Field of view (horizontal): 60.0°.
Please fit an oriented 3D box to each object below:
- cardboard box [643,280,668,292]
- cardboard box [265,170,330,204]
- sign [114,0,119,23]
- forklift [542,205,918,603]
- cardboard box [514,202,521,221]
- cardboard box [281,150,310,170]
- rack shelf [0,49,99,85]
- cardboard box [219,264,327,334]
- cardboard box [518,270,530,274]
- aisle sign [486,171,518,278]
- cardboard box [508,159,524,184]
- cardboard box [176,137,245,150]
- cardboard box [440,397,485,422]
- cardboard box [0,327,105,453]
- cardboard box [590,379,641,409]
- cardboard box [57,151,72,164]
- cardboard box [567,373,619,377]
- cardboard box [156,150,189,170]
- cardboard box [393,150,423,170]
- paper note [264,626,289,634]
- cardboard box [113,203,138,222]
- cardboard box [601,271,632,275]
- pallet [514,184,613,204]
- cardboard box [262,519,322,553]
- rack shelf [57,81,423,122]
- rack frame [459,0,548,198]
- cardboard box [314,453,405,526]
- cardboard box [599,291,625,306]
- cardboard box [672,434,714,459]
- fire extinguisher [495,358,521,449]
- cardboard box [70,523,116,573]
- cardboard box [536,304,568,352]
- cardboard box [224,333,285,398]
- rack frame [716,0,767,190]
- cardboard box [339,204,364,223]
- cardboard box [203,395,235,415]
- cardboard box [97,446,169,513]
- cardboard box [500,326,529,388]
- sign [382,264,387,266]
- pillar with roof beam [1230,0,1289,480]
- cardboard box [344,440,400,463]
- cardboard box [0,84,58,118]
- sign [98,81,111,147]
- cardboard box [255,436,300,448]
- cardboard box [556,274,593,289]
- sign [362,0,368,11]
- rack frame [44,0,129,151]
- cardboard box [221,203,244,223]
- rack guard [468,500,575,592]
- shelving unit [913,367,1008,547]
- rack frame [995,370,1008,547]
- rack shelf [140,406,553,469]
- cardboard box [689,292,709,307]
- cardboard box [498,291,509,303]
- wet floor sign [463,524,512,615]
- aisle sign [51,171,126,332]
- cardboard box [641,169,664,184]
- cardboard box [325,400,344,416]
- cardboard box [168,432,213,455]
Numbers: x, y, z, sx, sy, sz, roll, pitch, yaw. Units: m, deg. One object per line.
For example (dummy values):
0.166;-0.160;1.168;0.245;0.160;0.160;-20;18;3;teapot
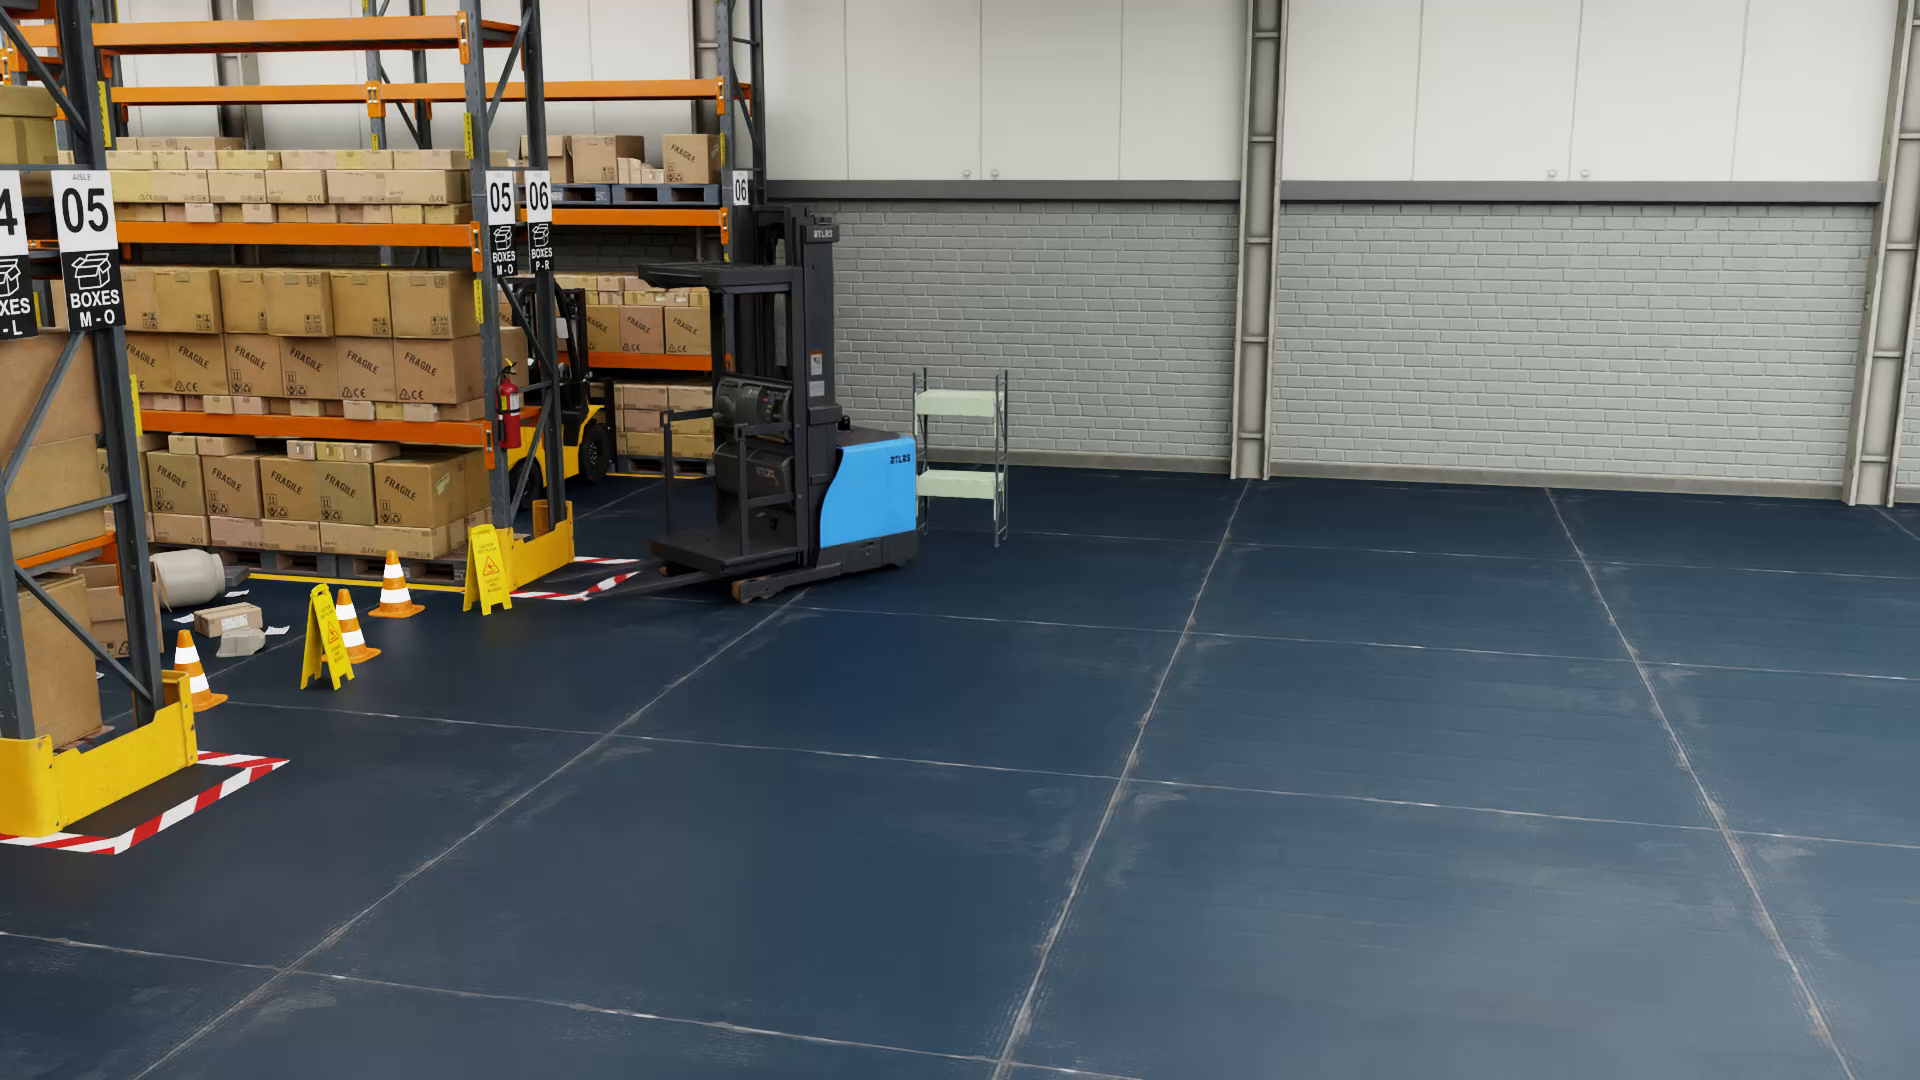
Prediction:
-3.170;-2.724;17.670;0.250;0.149;0.380;3;13;15;cardboard box
-5.004;-2.739;12.889;0.500;0.250;0.500;3;13;15;cardboard box
-9.902;-6.219;19.466;0.005;0.325;0.100;3;13;14;sign
-1.771;-1.081;12.839;3.031;2.935;1.130;-11;17;-42;forklift
-3.694;-2.608;13.218;0.250;0.149;0.380;3;13;14;cardboard box
-5.060;-2.955;12.942;0.250;0.149;0.380;3;13;12;cardboard box
-9.275;-3.874;14.005;4.000;0.370;1.077;3;13;14;rack shelf
-5.459;-1.931;13.287;0.500;0.500;0.700;3;13;13;cardboard box
-4.767;-2.940;18.644;0.250;0.149;0.380;3;13;13;cardboard box
-3.459;-2.386;12.559;0.004;0.787;0.394;3;13;14;aisle sign
-4.780;-3.944;17.770;0.258;0.266;0.396;3;13;12;cardboard box
-8.398;-4.265;18.676;0.500;0.500;0.500;3;13;15;cardboard box
-3.864;-1.032;13.042;0.250;0.149;0.380;4;13;15;cardboard box
-4.889;-0.762;8.405;0.550;0.550;0.875;3;13;14;cardboard box
-3.776;-1.583;18.014;0.500;0.250;0.500;3;13;14;cardboard box
-7.106;-3.034;13.298;0.250;0.149;0.380;3;13;13;cardboard box
-4.150;-1.722;18.638;0.500;0.250;0.500;3;13;12;cardboard box
-6.091;-2.990;13.098;0.250;0.149;0.380;3;13;12;cardboard box
-4.090;-2.889;12.642;0.250;0.149;0.380;3;13;15;cardboard box
-4.845;0.638;11.786;0.142;0.019;0.148;-1;13;-6;paper note
-6.582;-2.647;13.395;0.250;0.149;0.380;3;13;14;cardboard box
-3.775;-2.888;18.410;0.250;0.149;0.380;3;13;12;cardboard box
-4.133;-3.751;17.994;1.213;0.211;1.003;3;13;14;pallet
-5.310;-0.083;13.562;0.500;0.250;0.500;3;13;12;cardboard box
-8.090;-4.918;18.710;4.000;0.370;1.077;3;13;14;rack shelf
-3.450;-4.109;12.480;0.127;3.000;1.000;3;13;14;rack frame
-4.798;-0.423;13.360;0.500;0.500;0.500;4;13;16;cardboard box
-3.669;-2.602;17.807;0.250;0.149;0.380;3;13;12;cardboard box
-2.796;-1.045;17.898;0.500;0.250;0.500;3;13;14;cardboard box
-3.449;-1.040;12.675;0.183;0.674;0.296;3;13;14;fire extinguisher
-6.619;0.173;12.796;0.500;0.500;0.500;-9;15;-35;cardboard box
-4.295;-2.323;18.048;0.500;0.500;0.500;3;13;14;cardboard box
-5.500;-1.429;13.331;0.500;0.500;0.500;3;13;14;cardboard box
-2.264;-5.153;17.186;0.127;3.000;1.000;3;13;14;rack frame
-4.593;-2.536;12.895;0.250;0.149;0.380;3;13;14;cardboard box
-5.865;-1.113;13.407;0.250;0.149;0.380;3;13;14;cardboard box
-6.825;-0.530;13.843;0.500;0.500;0.500;4;13;16;cardboard box
-3.843;-1.458;13.461;0.500;0.500;0.500;3;13;13;cardboard box
-6.268;-2.844;18.138;0.005;0.325;0.100;3;13;14;sign
2.069;-4.162;12.719;0.400;9.000;9.100;3;13;14;pillar with roof beam
-4.663;-0.718;13.193;0.250;0.149;0.380;3;13;15;cardboard box
-4.786;-2.204;8.354;0.250;0.149;0.380;3;13;14;cardboard box
-4.399;-2.181;8.511;0.005;0.325;0.100;3;13;14;sign
-5.705;-0.590;14.117;0.500;0.500;0.500;4;13;17;cardboard box
-4.153;-2.788;17.960;0.250;0.149;0.380;3;13;14;cardboard box
-6.266;-5.741;17.495;0.005;0.325;0.100;3;13;14;sign
-10.031;-5.569;19.057;0.127;3.000;1.000;3;13;14;rack frame
-5.590;-2.582;13.100;0.250;0.149;0.380;3;13;14;cardboard box
-3.524;0.036;13.418;0.348;0.500;1.175;3;13;14;rack guard
0.006;-0.732;14.570;0.755;1.500;0.431;3;13;14;shelving unit
0.362;-0.713;14.484;0.023;1.500;0.400;3;13;14;rack frame
-5.392;-0.933;13.676;4.000;0.370;1.077;3;13;14;rack shelf
-2.668;-2.549;17.570;0.250;0.149;0.380;3;13;14;cardboard box
-4.914;-2.663;18.082;0.250;0.149;0.380;3;13;13;cardboard box
-3.522;0.204;12.326;0.232;0.644;0.267;8;15;33;wet floor sign
-4.397;-1.463;8.401;0.004;0.787;0.394;3;13;14;aisle sign
-3.142;-3.799;17.388;0.250;0.149;0.380;3;13;12;cardboard box
-4.853;-1.090;13.301;0.250;0.149;0.380;3;13;14;cardboard box
-6.219;-0.801;13.568;0.250;0.149;0.380;4;13;16;cardboard box
